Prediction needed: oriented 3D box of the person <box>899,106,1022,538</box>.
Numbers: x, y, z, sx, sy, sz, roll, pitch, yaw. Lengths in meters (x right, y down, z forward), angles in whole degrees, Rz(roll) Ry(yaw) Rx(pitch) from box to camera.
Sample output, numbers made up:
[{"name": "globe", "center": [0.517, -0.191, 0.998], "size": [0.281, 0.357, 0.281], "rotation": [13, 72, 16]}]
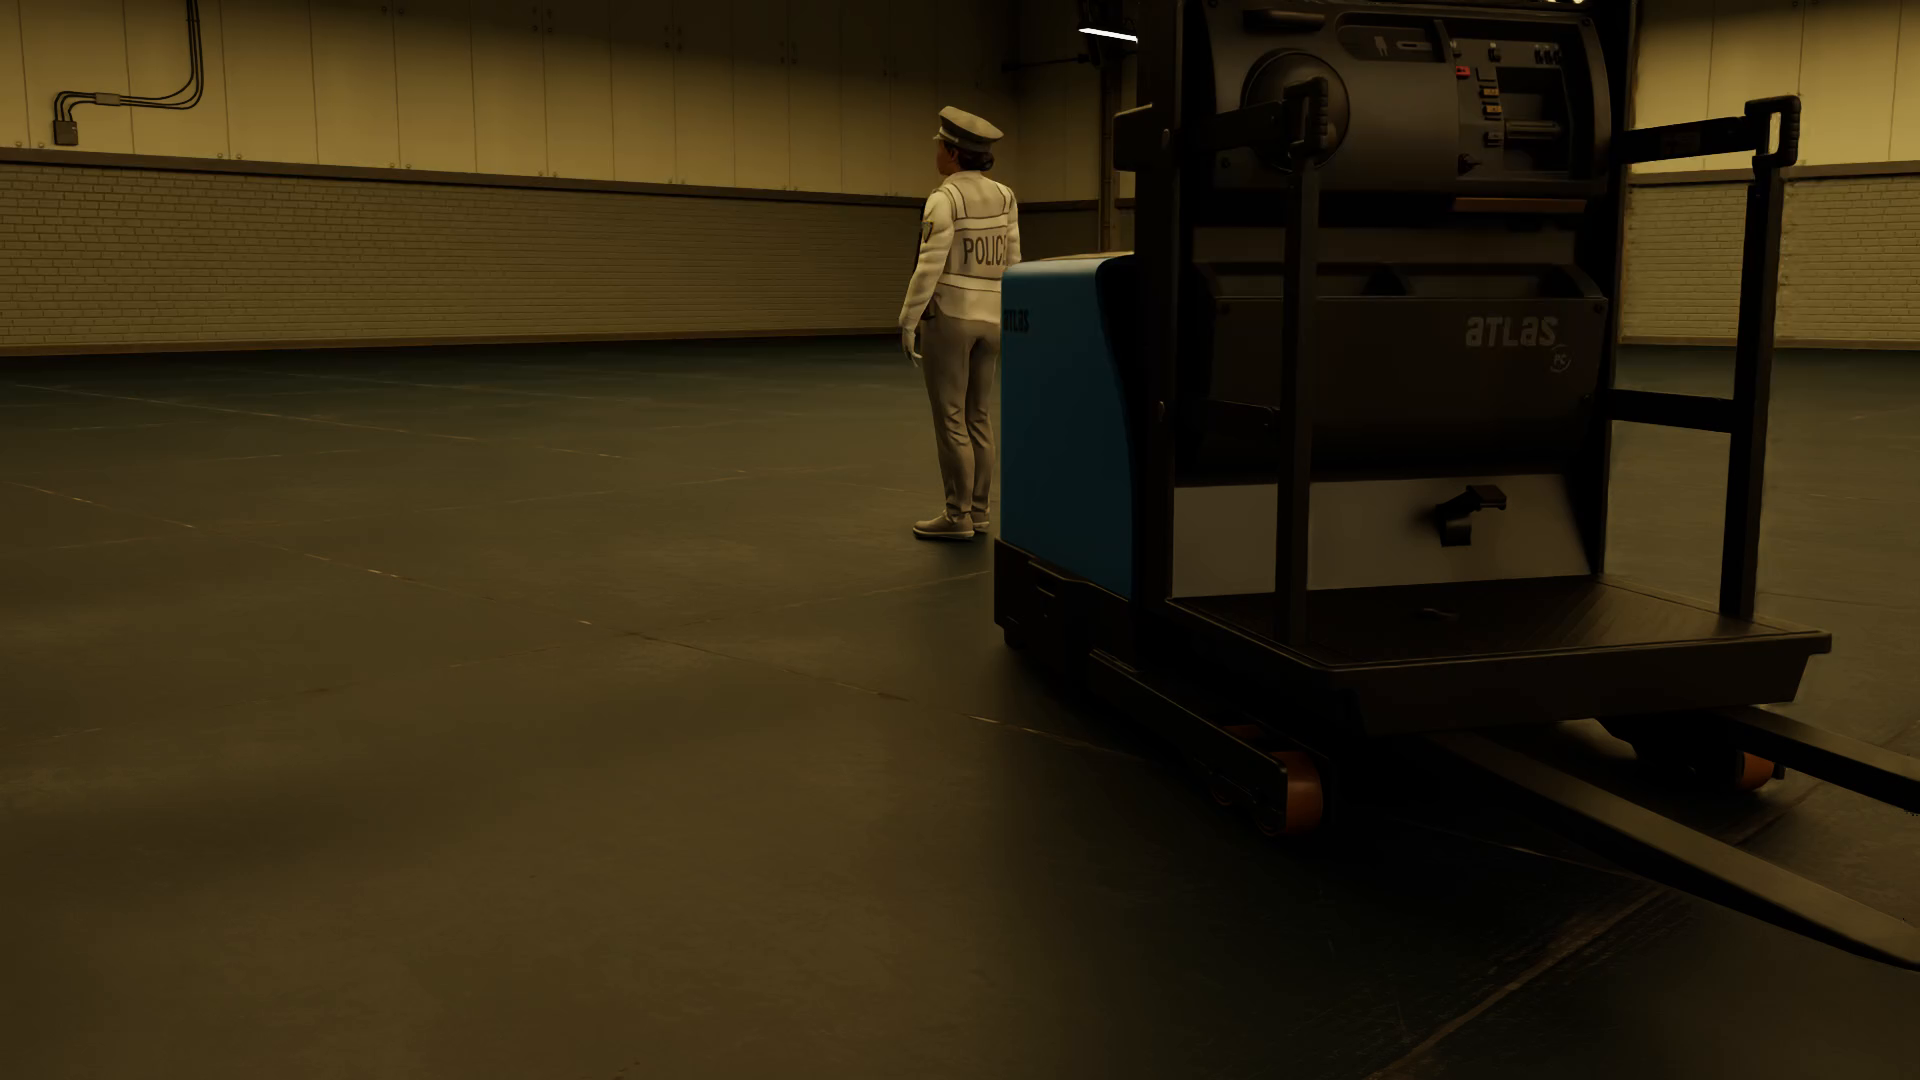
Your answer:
[{"name": "person", "center": [-0.044, -0.853, 6.641], "size": [0.533, 1.696, 0.588], "rotation": [8, 12, 43]}]

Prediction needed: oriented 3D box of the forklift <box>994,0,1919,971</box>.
[{"name": "forklift", "center": [1.002, -0.964, 3.274], "size": [1.130, 2.935, 3.031], "rotation": [-3, 9, -16]}]
